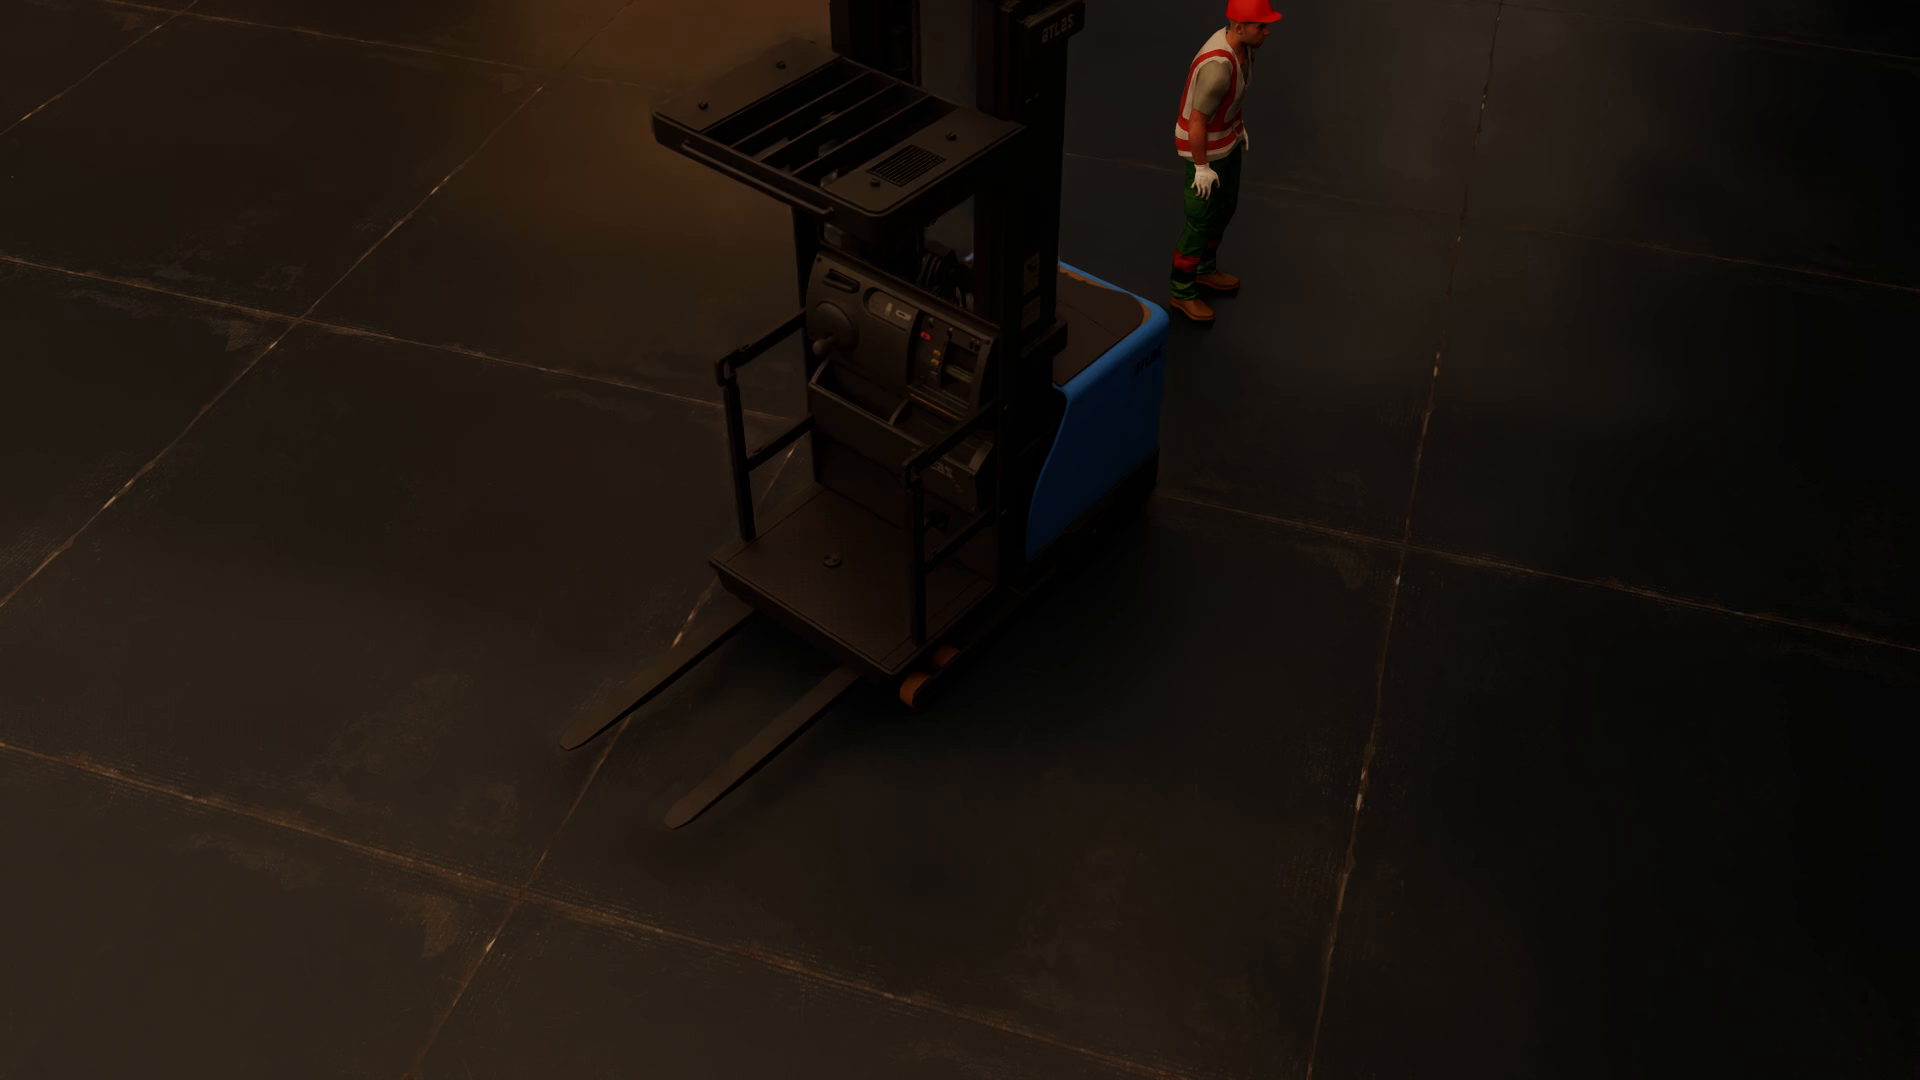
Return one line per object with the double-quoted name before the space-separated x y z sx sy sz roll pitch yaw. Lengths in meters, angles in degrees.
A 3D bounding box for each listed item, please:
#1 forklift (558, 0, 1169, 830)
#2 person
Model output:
"forklift" -0.383 -0.745 6.490 1.130 2.935 3.031 29 50 28
"person" 1.363 -2.044 8.734 0.450 1.779 0.619 21 47 21
